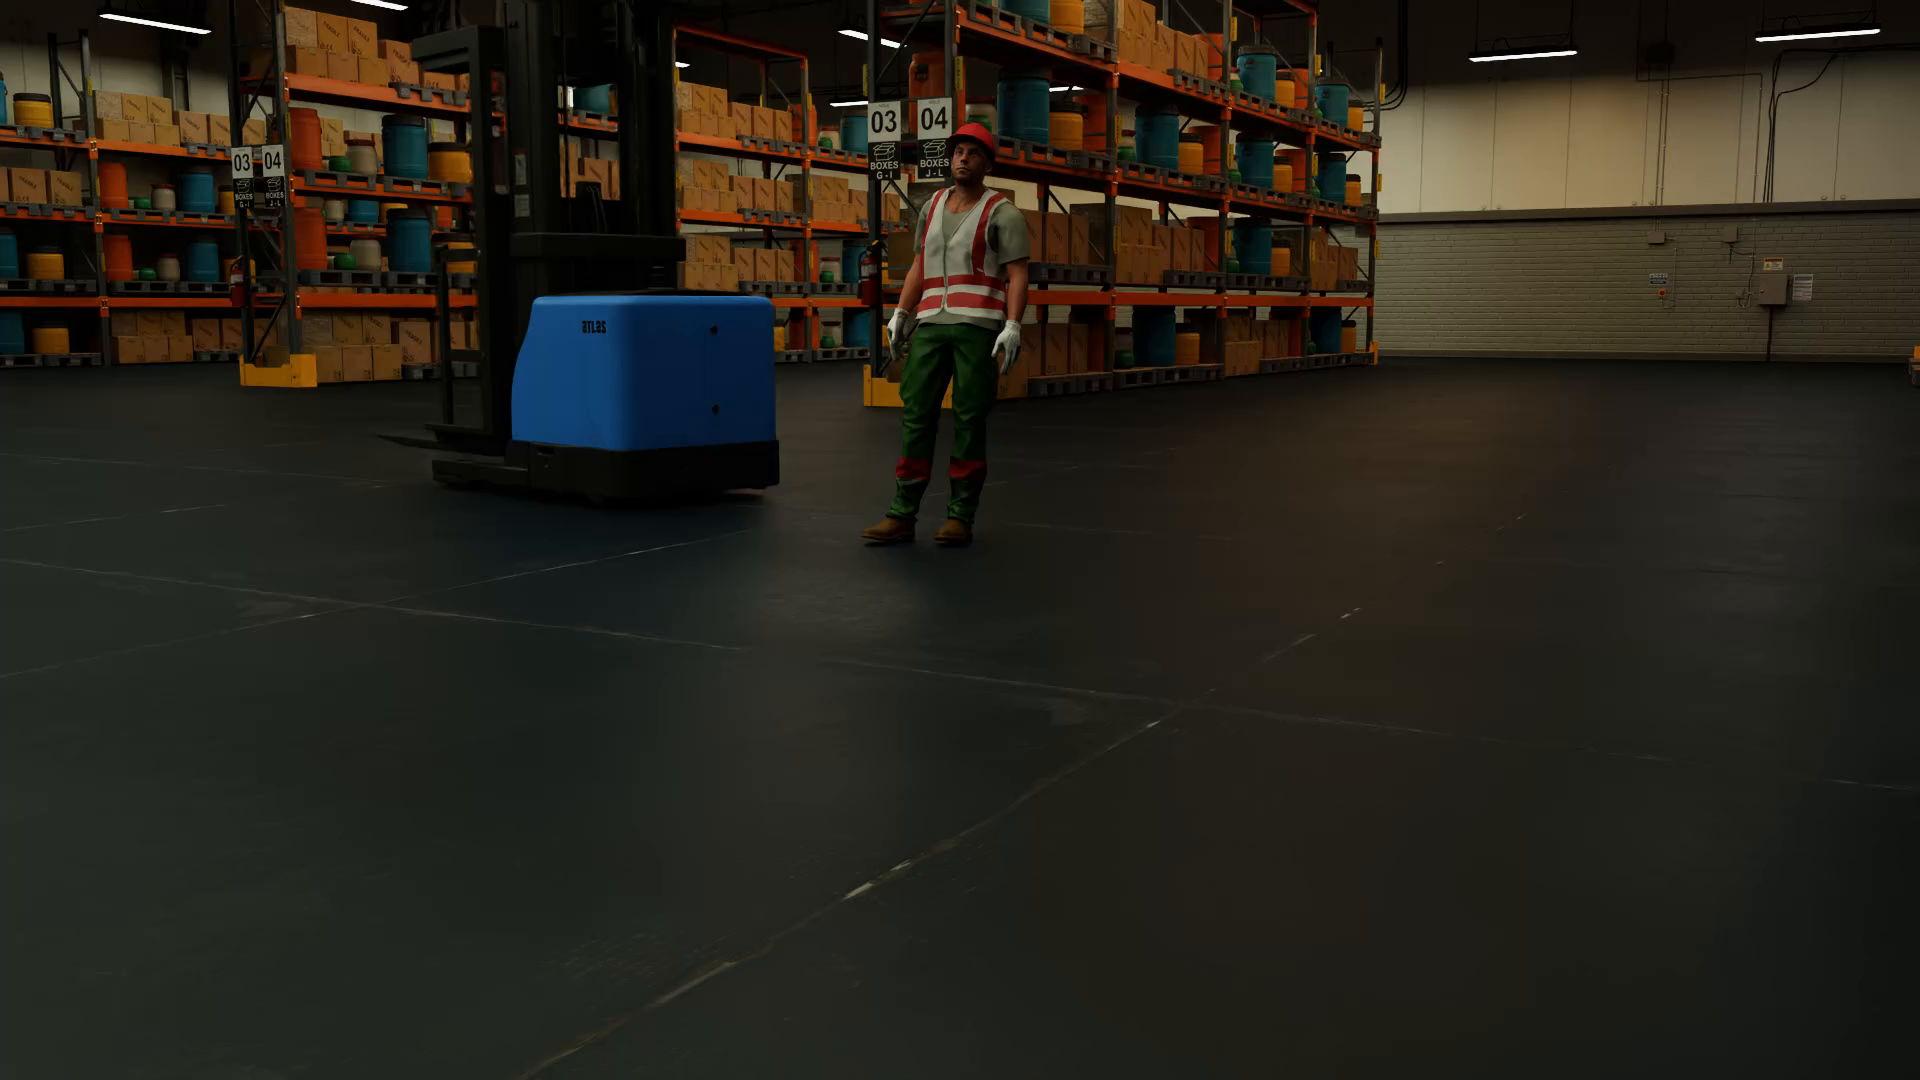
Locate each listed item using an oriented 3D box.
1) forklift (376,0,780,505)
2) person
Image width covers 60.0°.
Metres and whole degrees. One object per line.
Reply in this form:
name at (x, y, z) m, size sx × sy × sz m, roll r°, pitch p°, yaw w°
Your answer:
forklift at (-2.373, -1.778, 9.477) m, size 3.031 × 2.935 × 1.130 m, roll 8°, pitch 11°, yaw 44°
person at (-0.050, -0.885, 7.127) m, size 0.637 × 1.787 × 0.564 m, roll 4°, pitch 9°, yaw 29°
